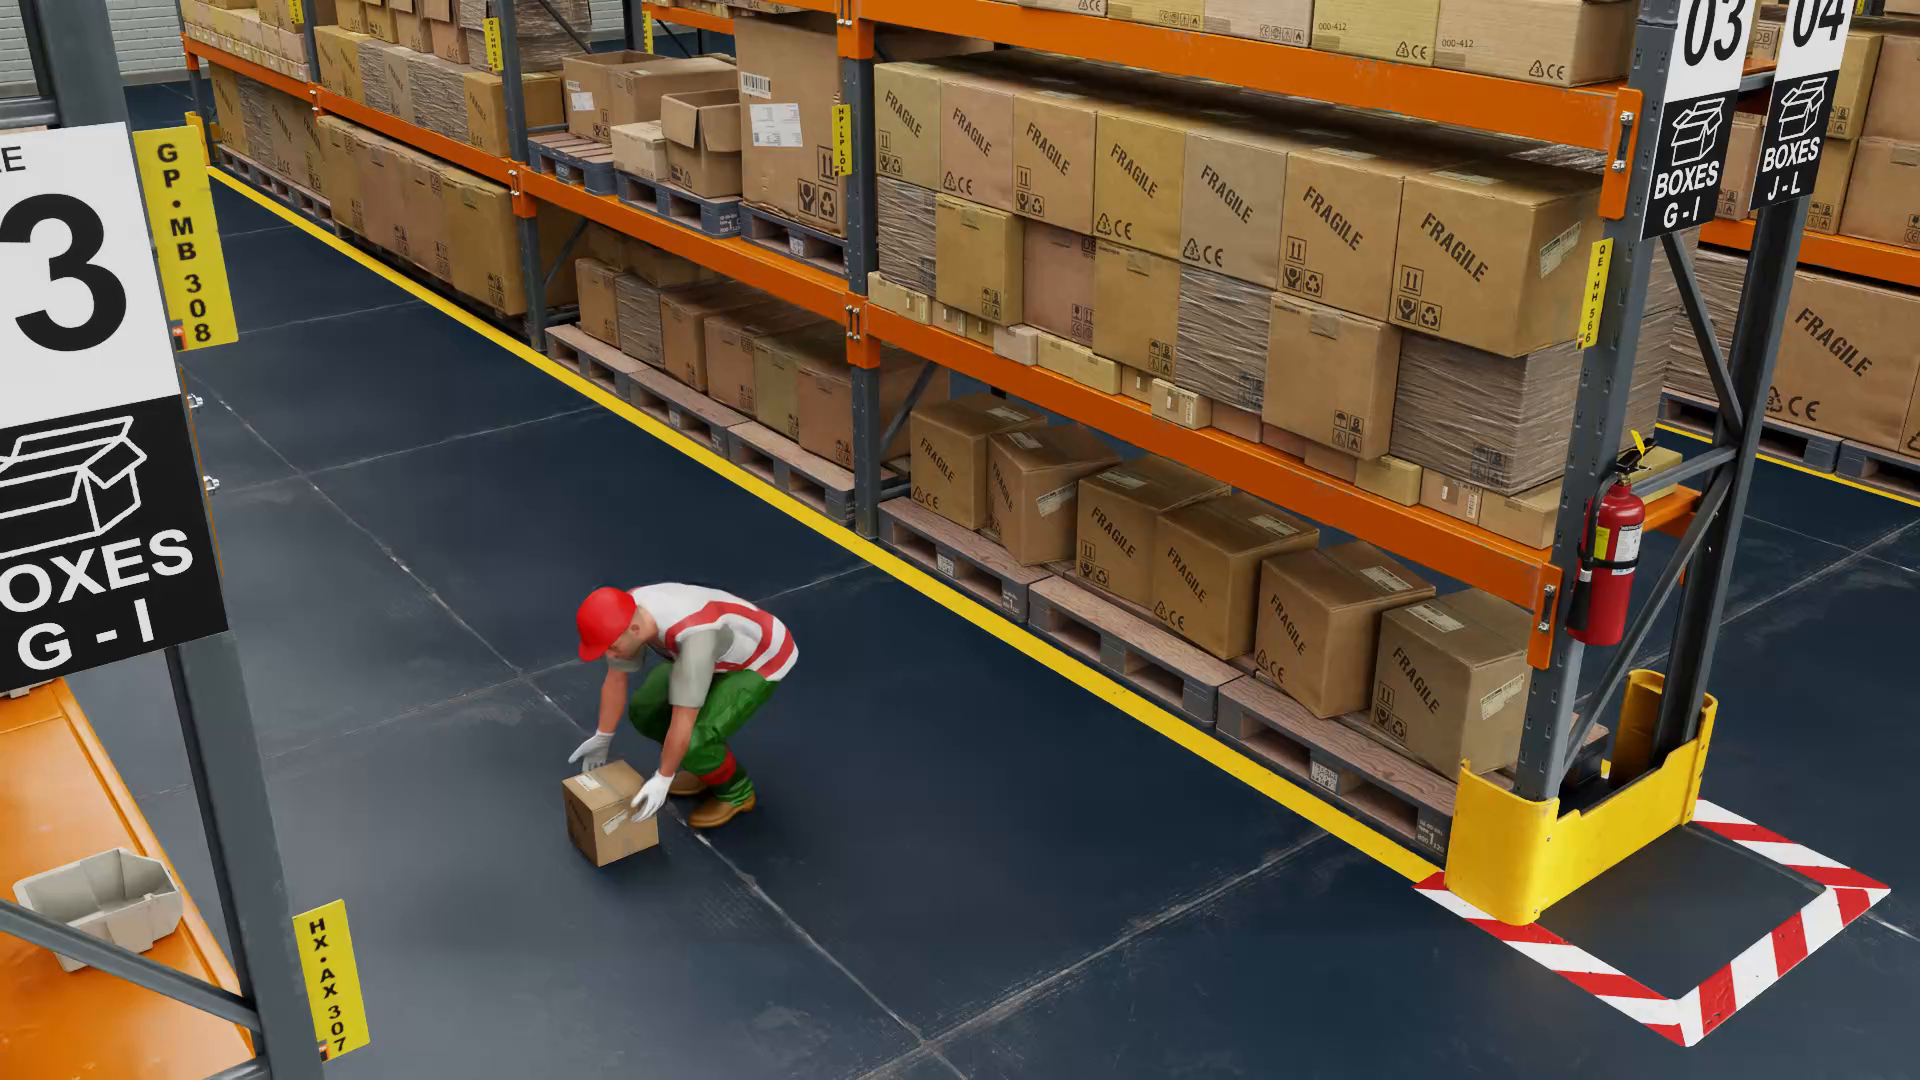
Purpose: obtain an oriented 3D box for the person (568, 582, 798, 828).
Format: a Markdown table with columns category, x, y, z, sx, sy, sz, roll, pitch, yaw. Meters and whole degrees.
| category | x | y | z | sx | sy | sz | roll | pitch | yaw |
| --- | --- | --- | --- | --- | --- | --- | --- | --- | --- |
| person | -1.004 | 0.566 | 6.211 | 0.869 | 1.065 | 0.579 | -18 | 30 | -34 |
